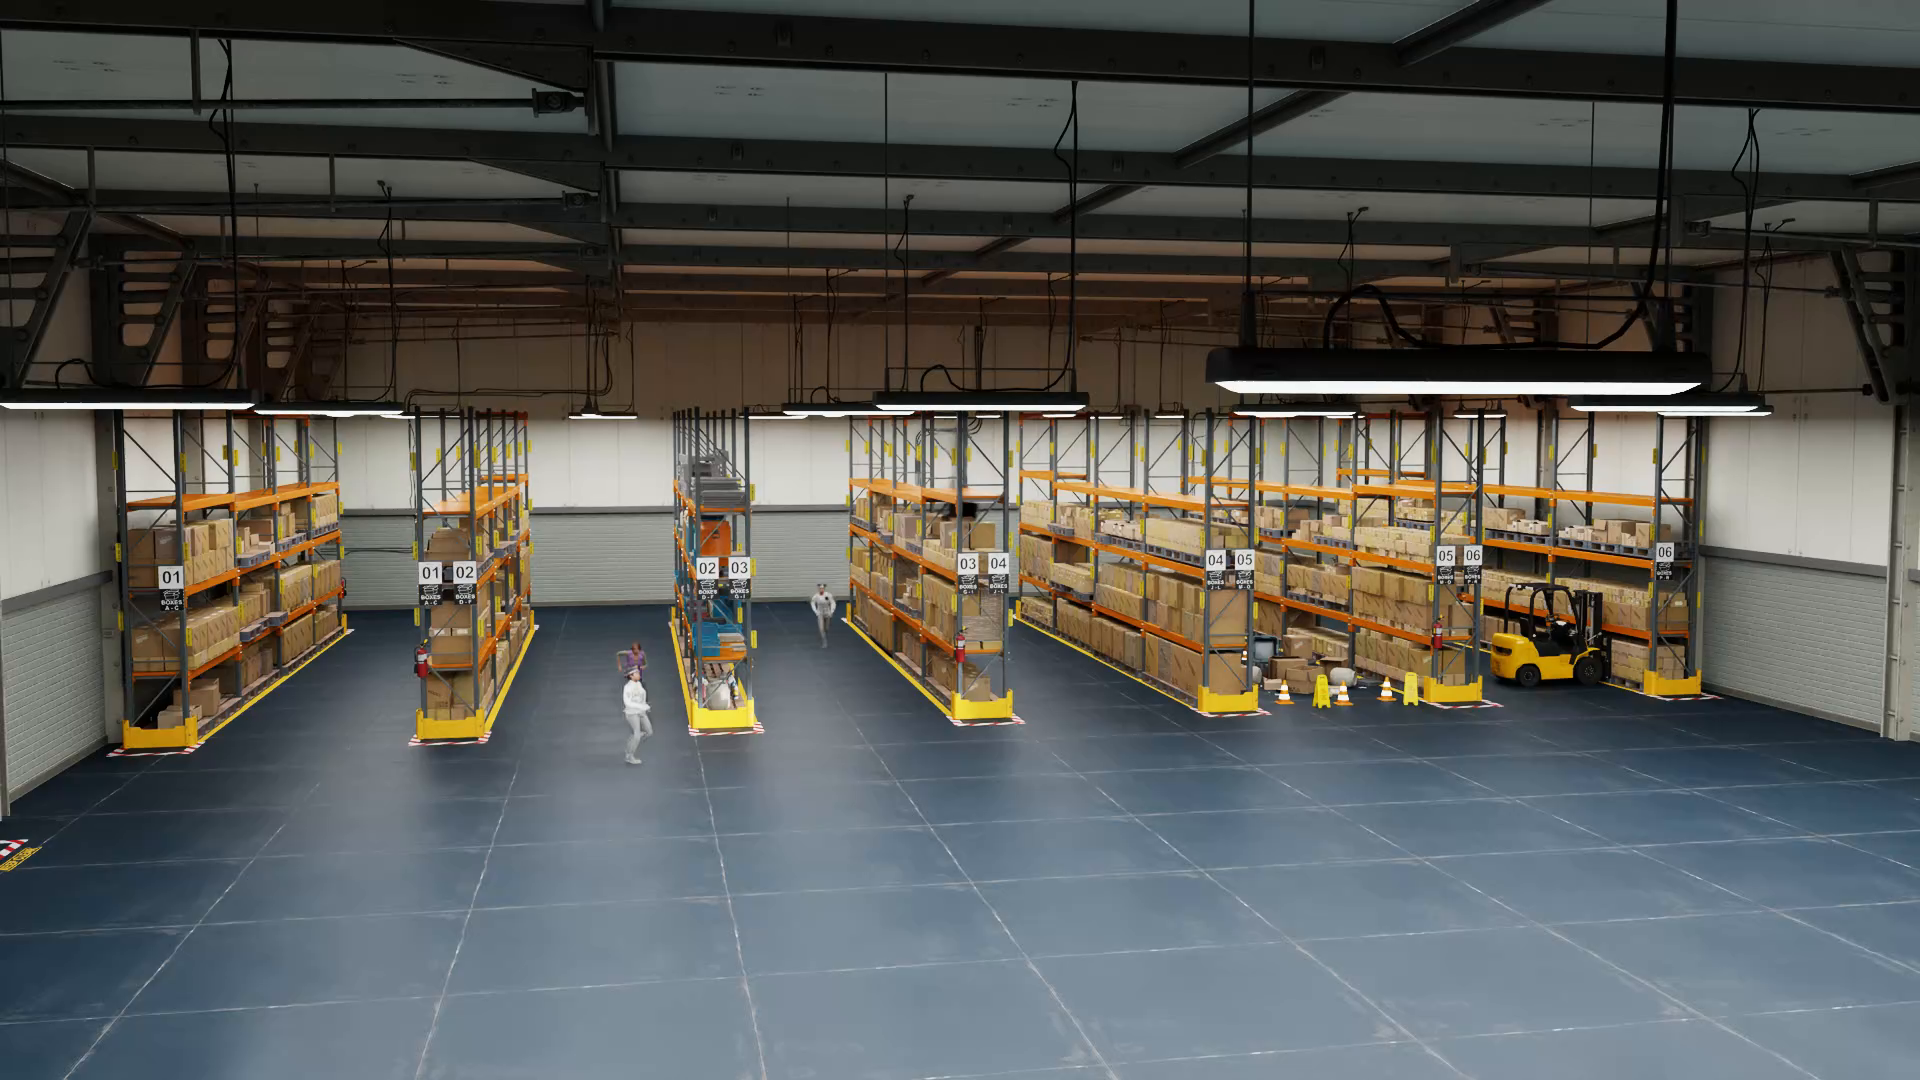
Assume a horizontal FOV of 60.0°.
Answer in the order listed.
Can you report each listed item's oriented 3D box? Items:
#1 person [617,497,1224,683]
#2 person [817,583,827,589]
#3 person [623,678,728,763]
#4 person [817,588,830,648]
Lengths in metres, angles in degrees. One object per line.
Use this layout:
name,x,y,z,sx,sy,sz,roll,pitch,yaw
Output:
person,0.500,1.040,39.887,19.130,3.412,9.865,-2,4,-22
person,1.957,1.606,46.622,6.900,1.651,12.696,2,4,24
person,-5.131,2.881,30.138,1.296,1.407,5.042,1,4,20
person,-3.490,1.930,42.448,0.355,1.631,0.756,-1,4,-8
